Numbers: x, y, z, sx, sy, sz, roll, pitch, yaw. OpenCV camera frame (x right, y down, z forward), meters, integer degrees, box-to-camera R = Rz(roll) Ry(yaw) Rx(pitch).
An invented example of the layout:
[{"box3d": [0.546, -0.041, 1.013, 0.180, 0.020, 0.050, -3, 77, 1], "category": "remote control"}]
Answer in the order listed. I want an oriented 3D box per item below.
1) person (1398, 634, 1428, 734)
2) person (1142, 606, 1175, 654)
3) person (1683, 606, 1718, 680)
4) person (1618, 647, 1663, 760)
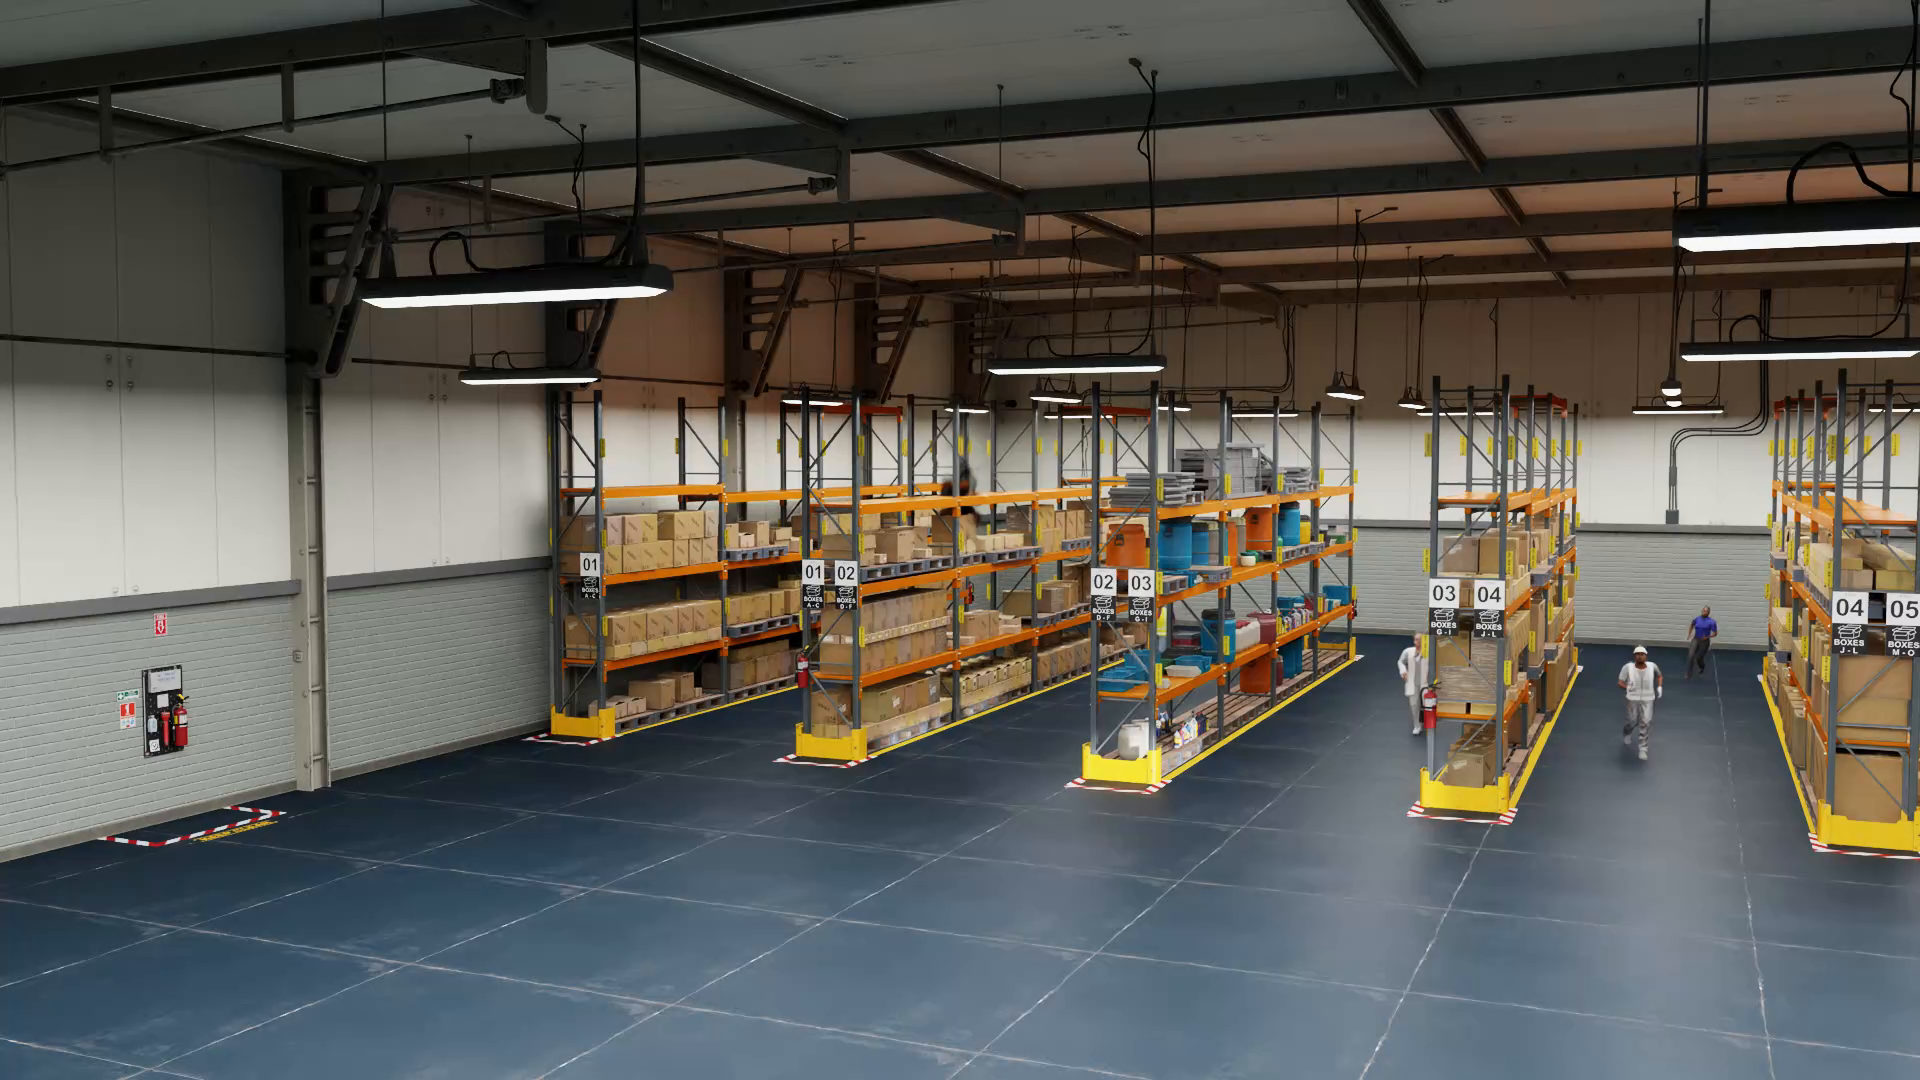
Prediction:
[{"box3d": [8.068, 2.514, 29.291, 0.721, 1.746, 0.639, 1, 3, 23], "category": "person"}, {"box3d": [4.315, 2.121, 36.413, 0.660, 1.825, 0.769, 1, 3, 20], "category": "person"}, {"box3d": [16.003, 2.226, 35.845, 0.619, 1.585, 0.791, 3, 4, 42], "category": "person"}, {"box3d": [11.069, 2.618, 27.078, 0.692, 1.789, 0.980, 1, 3, 16], "category": "person"}]
